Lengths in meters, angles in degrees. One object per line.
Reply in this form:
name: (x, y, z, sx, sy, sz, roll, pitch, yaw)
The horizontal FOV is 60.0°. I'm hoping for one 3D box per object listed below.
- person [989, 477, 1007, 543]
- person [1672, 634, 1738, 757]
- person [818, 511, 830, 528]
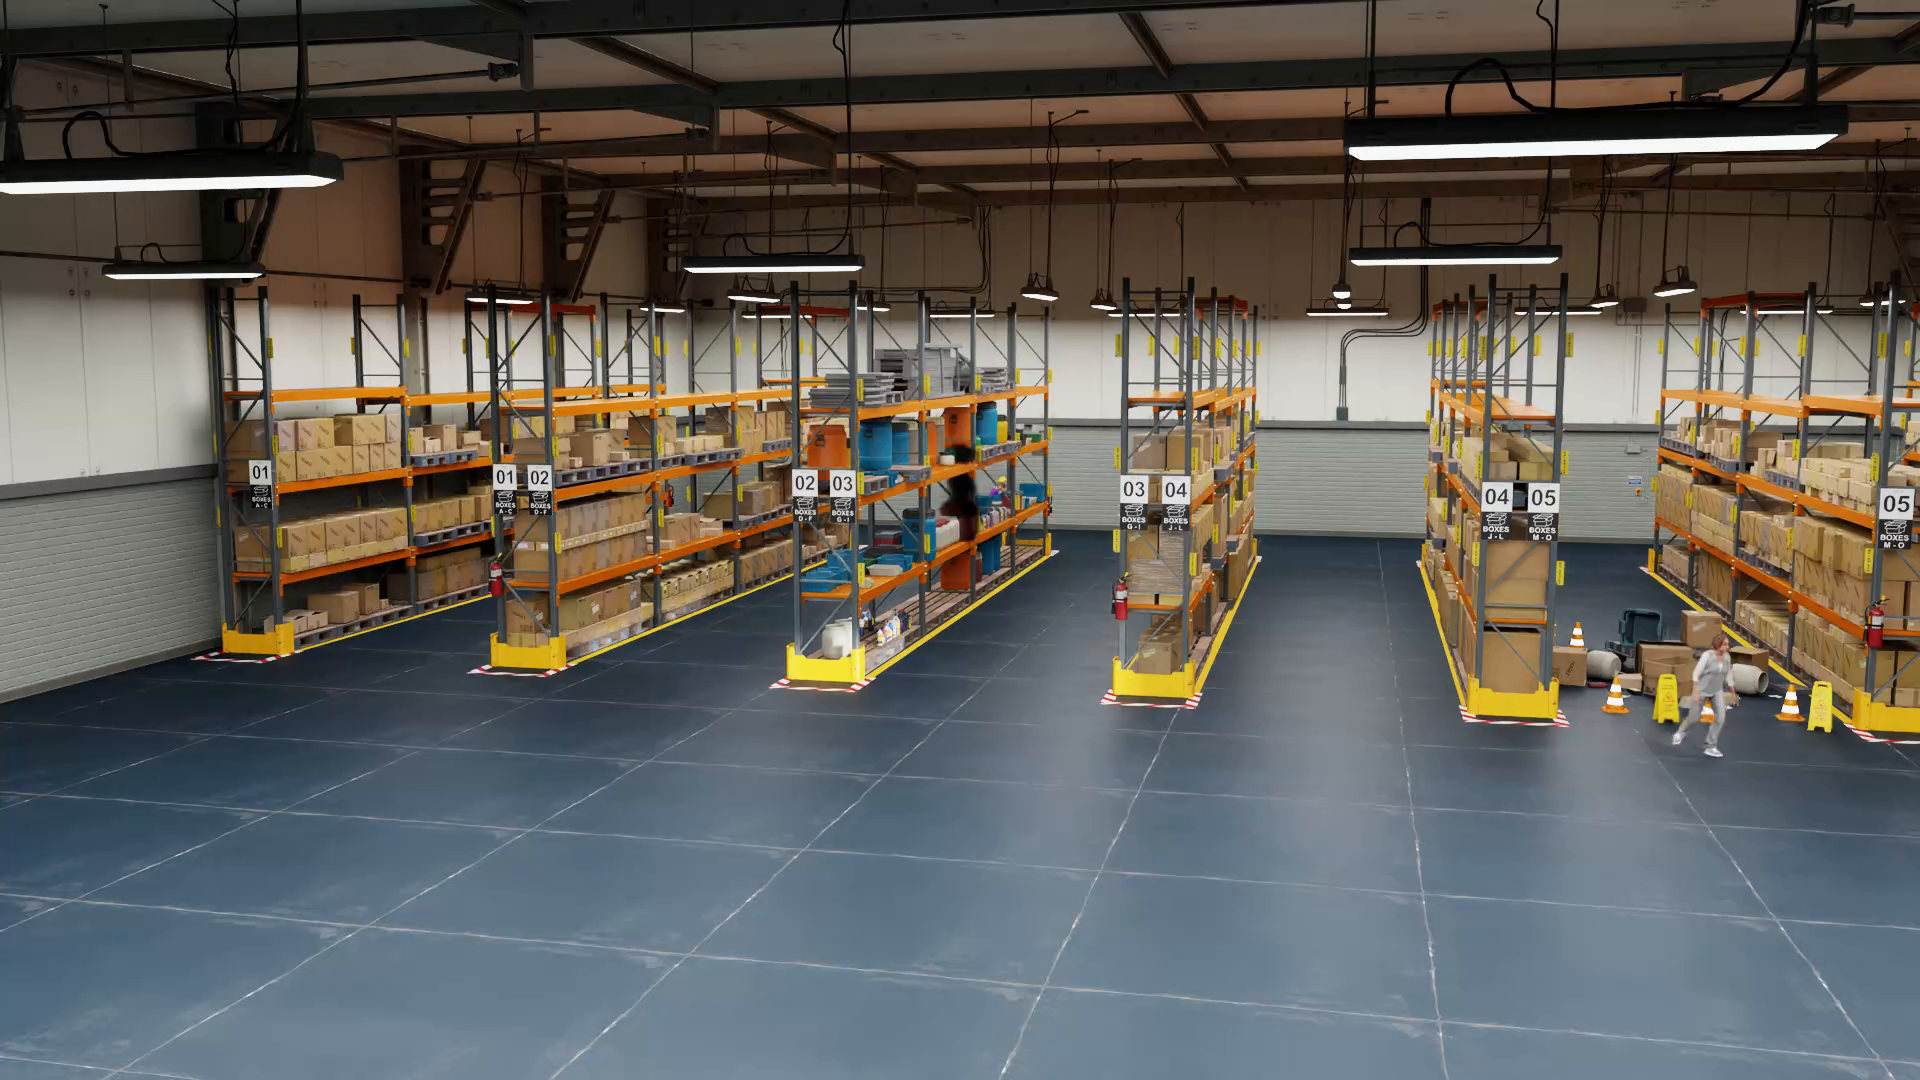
person: (1.014, -0.788, 43.109, 0.540, 1.699, 0.781, 4, 8, 31)
person: (9.256, 1.881, 20.668, 0.584, 1.531, 0.738, -1, 7, -13)
person: (-3.501, -0.814, 43.307, 0.768, 1.722, 0.870, -6, 9, -42)
